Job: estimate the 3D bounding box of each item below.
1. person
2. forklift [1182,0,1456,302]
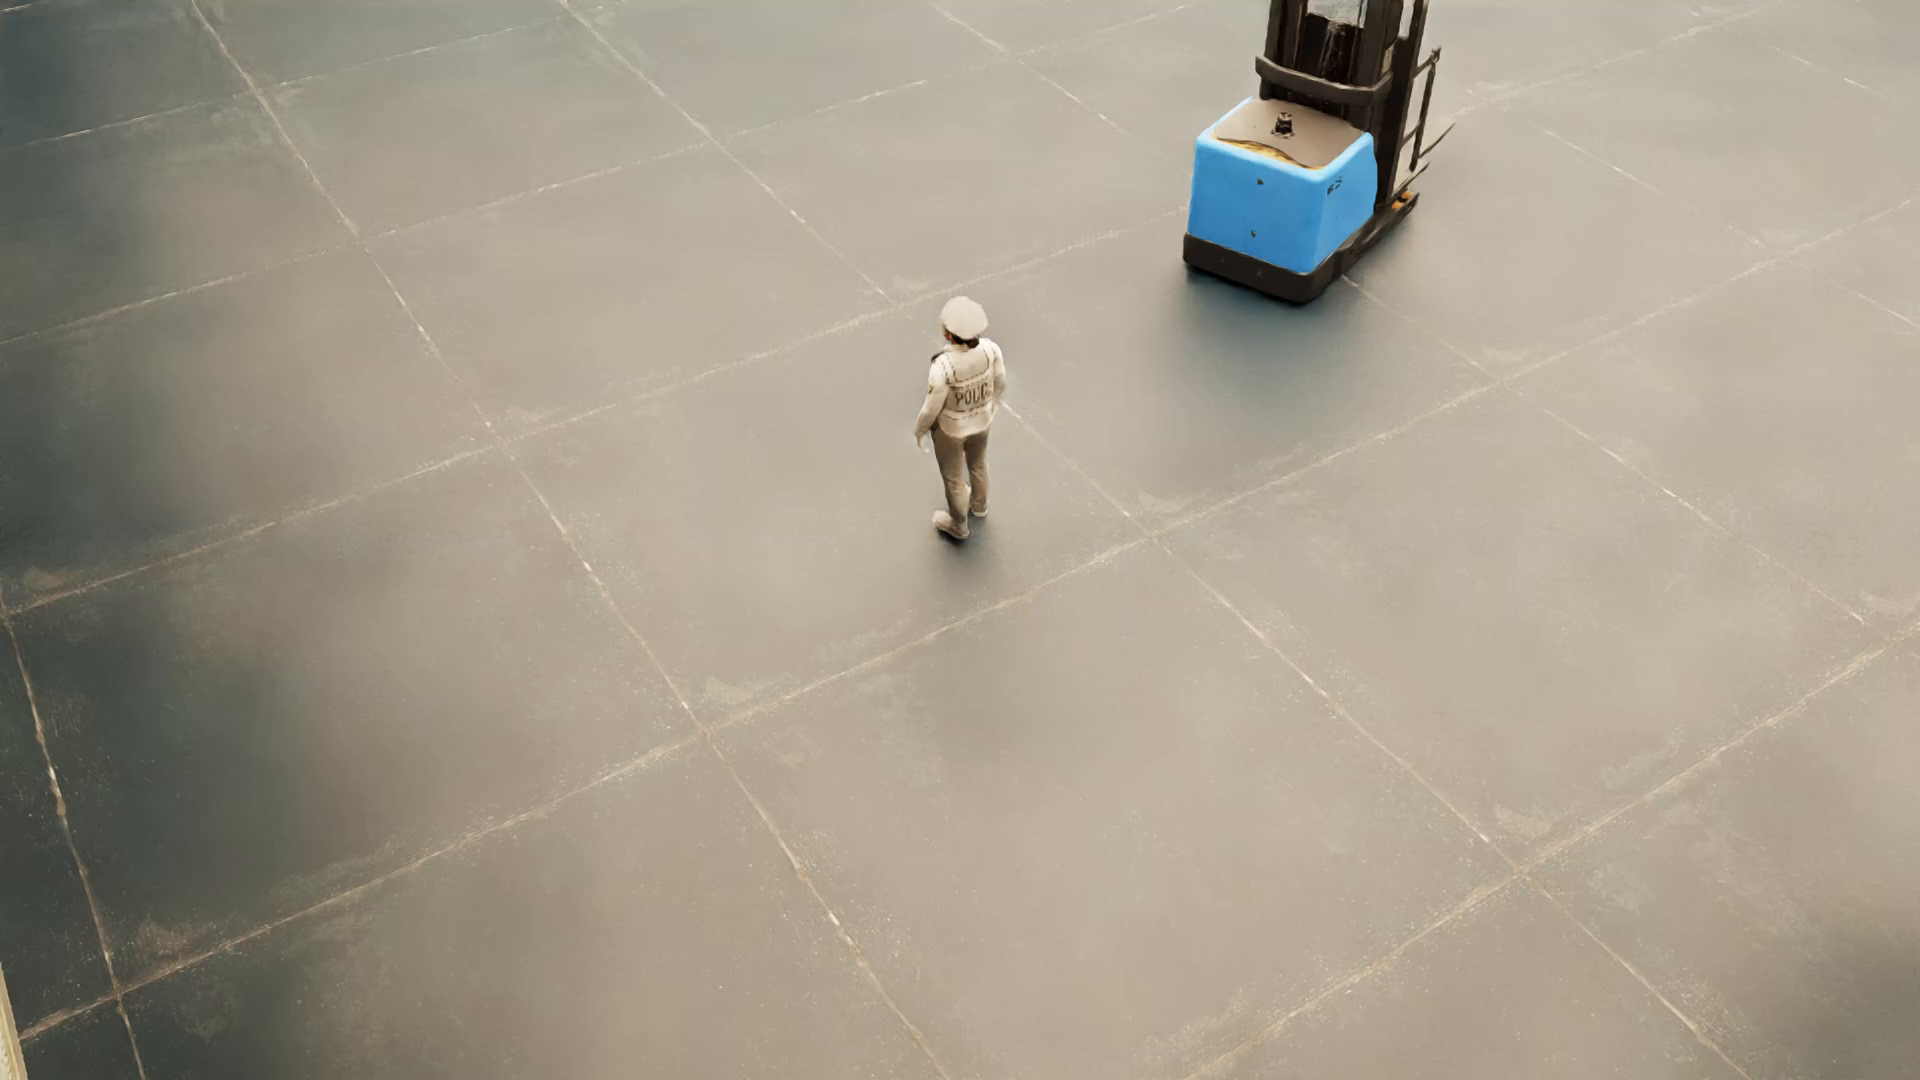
[{"bbox_3d":[-0.030,-0.713,9.555,0.586,1.695,0.534,-23,46,-24],"label":"person"},{"bbox_3d":[2.933,-3.738,12.148,1.130,2.935,3.031,26,47,26],"label":"forklift"}]
